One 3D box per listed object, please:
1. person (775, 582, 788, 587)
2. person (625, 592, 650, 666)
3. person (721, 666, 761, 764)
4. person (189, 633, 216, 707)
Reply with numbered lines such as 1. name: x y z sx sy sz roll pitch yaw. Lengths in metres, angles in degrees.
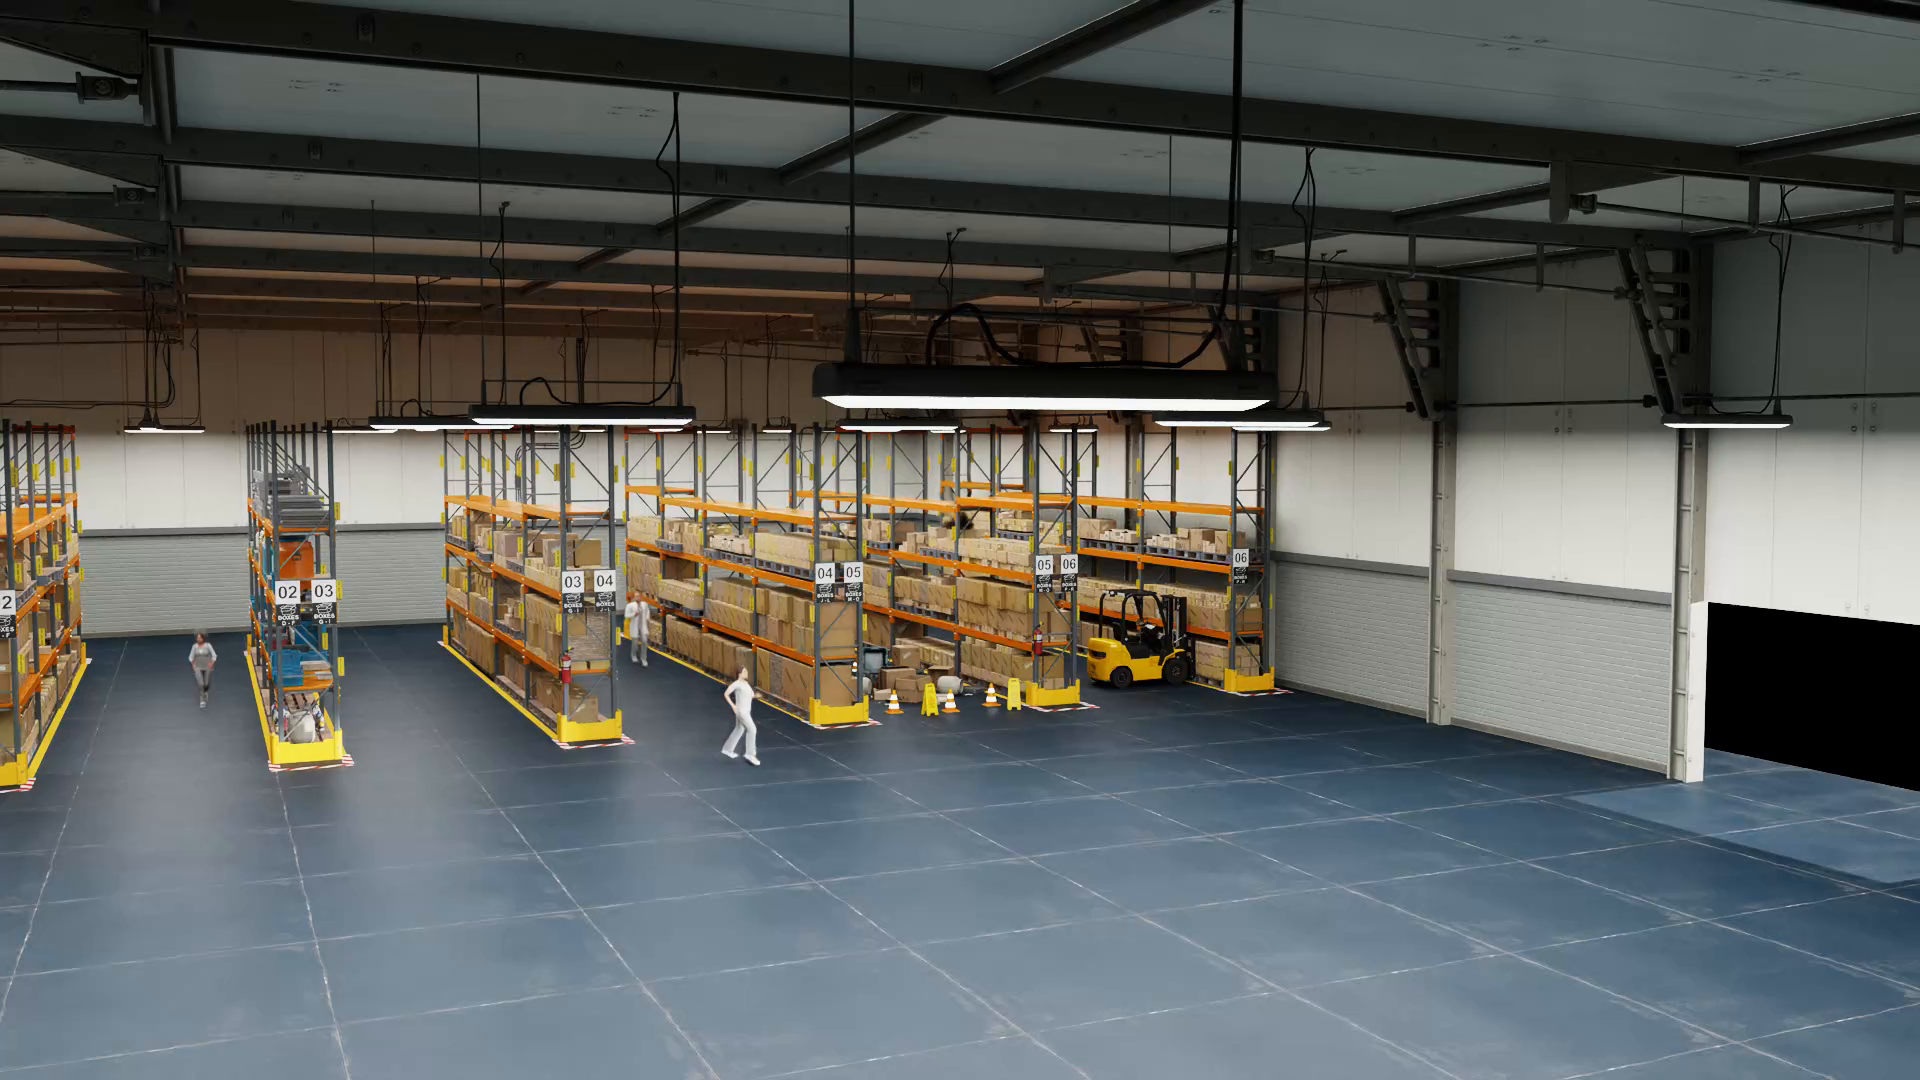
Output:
1. person: -5.381 1.661 51.076 0.935 1.784 0.691 0 4 -5
2. person: -8.062 2.222 41.644 0.689 1.836 0.833 -2 4 -24
3. person: -3.846 3.059 29.171 0.771 1.726 0.537 1 4 11
4. person: -16.070 2.747 35.290 0.536 1.568 0.506 -1 4 -19
